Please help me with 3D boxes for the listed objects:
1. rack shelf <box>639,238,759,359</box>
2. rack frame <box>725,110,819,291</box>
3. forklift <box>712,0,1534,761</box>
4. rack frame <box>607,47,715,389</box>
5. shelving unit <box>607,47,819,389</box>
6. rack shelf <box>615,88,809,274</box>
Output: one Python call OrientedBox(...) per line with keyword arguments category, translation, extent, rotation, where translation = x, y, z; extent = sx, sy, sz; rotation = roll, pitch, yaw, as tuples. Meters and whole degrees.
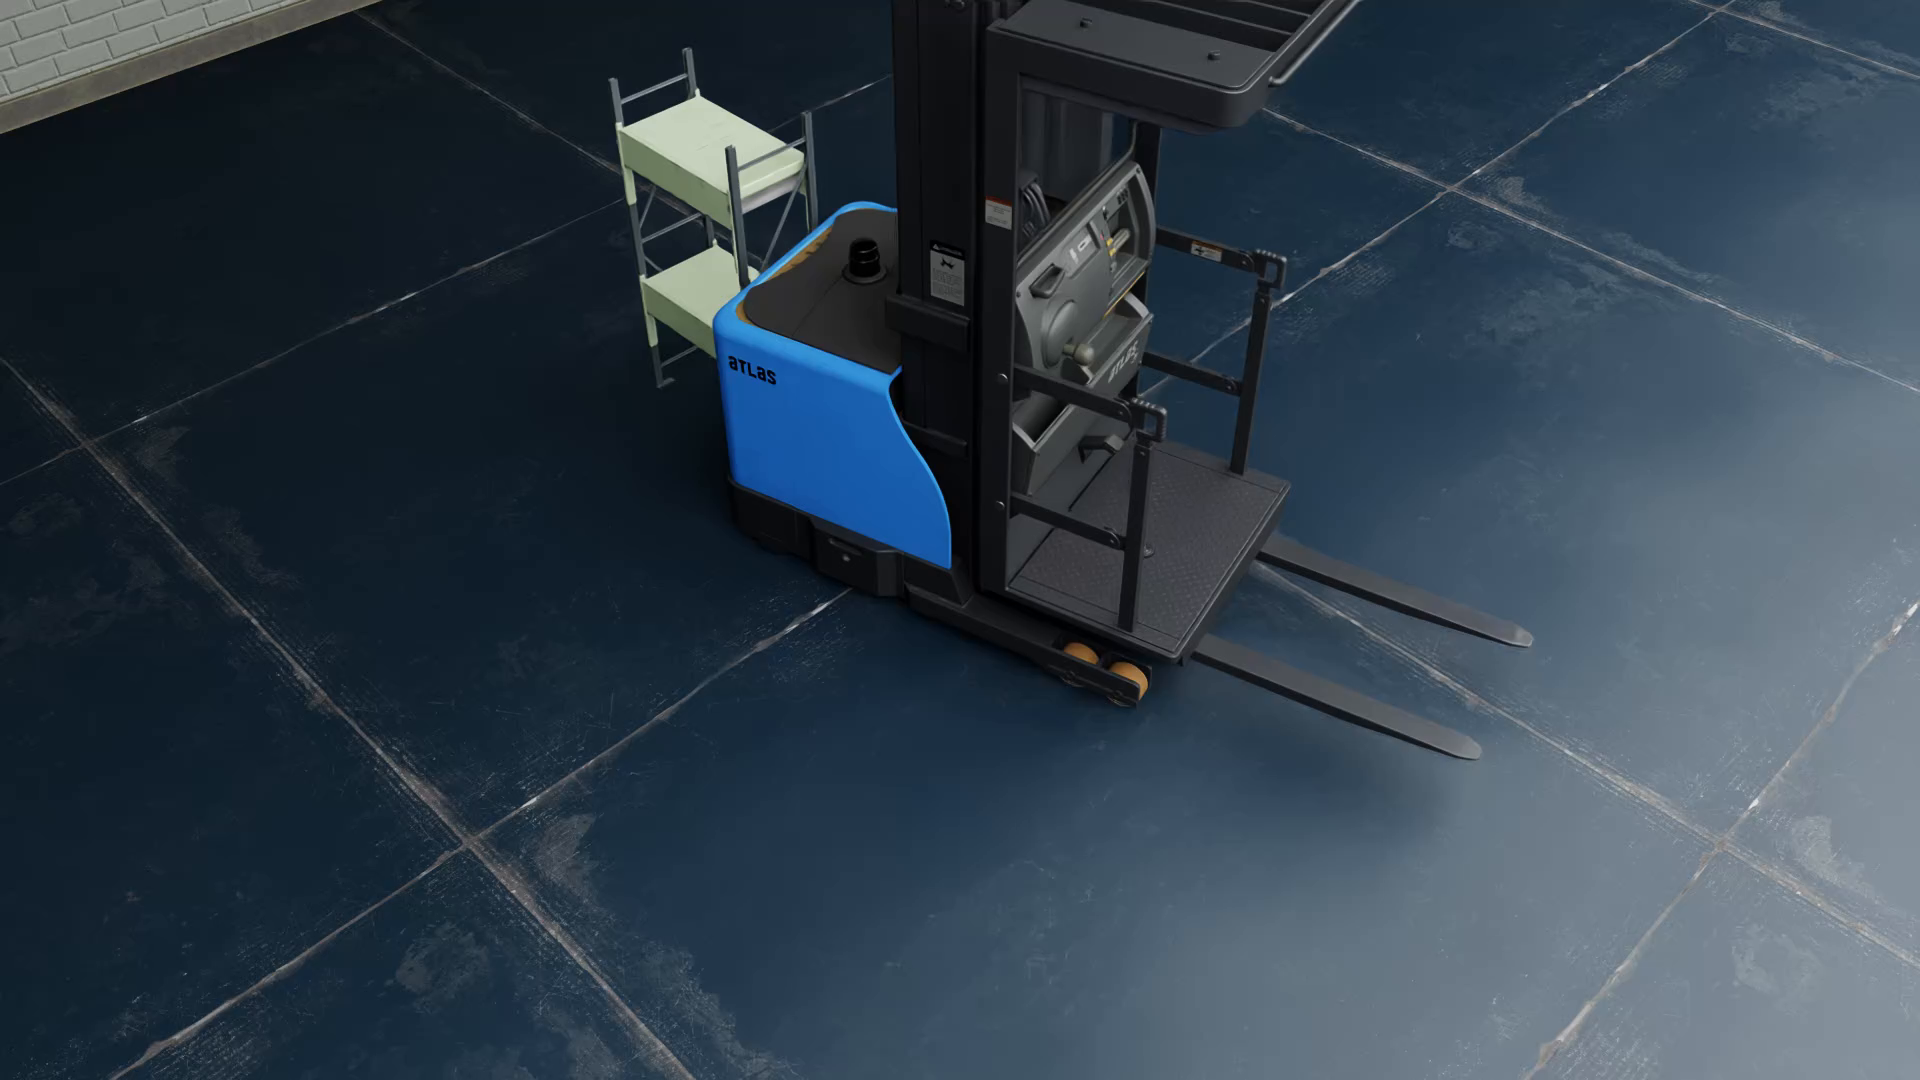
OrientedBox(category="rack shelf", translation=(-0.969, -0.915, 7.115), extent=(0.431, 0.370, 0.720), rotation=(-34, 52, -31))
OrientedBox(category="rack frame", translation=(-0.713, -0.977, 6.702), extent=(0.400, 1.500, 0.023), rotation=(-34, 52, -31))
OrientedBox(category="forklift", translation=(0.610, -0.881, 5.544), extent=(3.031, 2.935, 1.130), rotation=(22, 47, 22))
OrientedBox(category="rack frame", translation=(-1.225, -1.332, 7.086), extent=(0.400, 1.500, 0.023), rotation=(-34, 52, -31))
OrientedBox(category="shelving unit", translation=(-0.969, -1.154, 6.894), extent=(0.431, 1.500, 0.755), rotation=(-34, 52, -31))
OrientedBox(category="rack shelf", translation=(-0.969, -1.441, 6.629), extent=(0.431, 0.370, 0.720), rotation=(-34, 52, -31))
